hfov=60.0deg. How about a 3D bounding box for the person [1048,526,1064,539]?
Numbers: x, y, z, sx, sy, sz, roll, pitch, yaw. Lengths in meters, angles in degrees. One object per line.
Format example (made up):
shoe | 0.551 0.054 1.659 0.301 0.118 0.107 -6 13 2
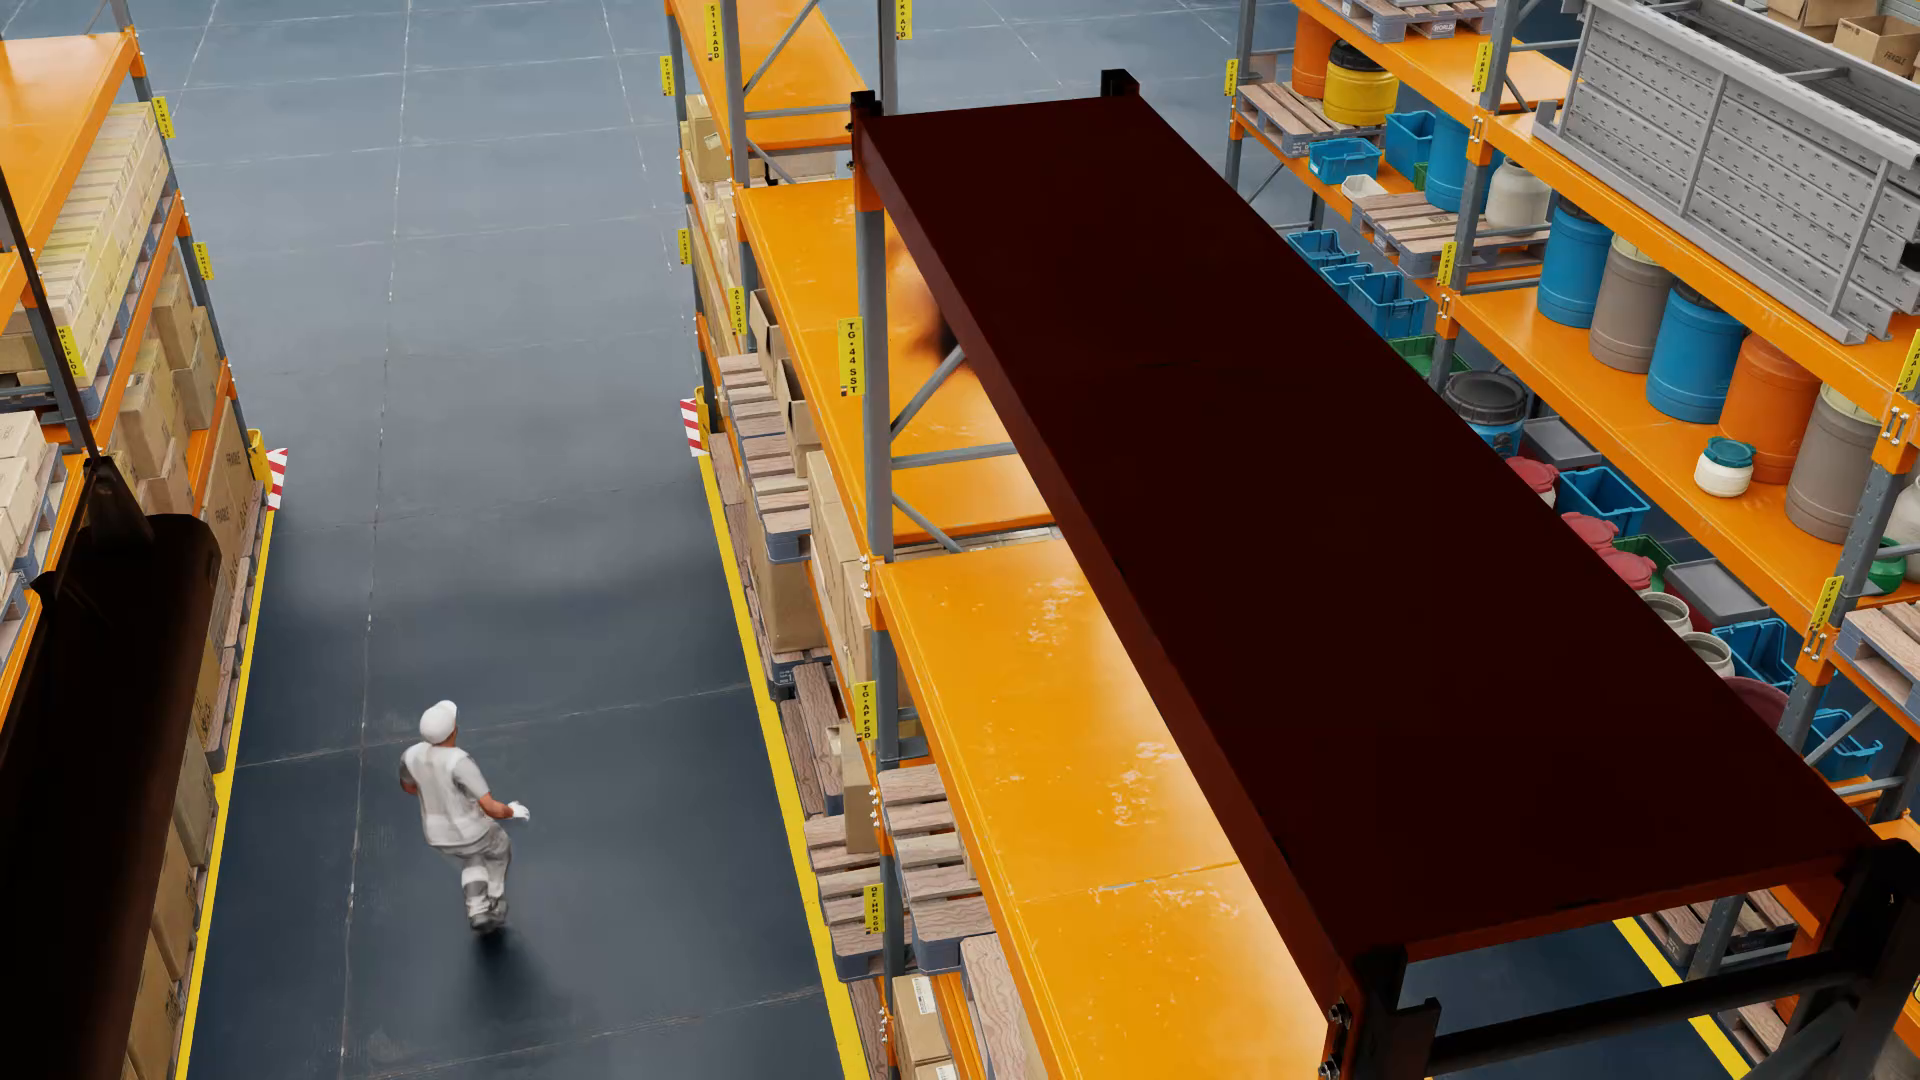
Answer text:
person | 0.757 -0.018 12.679 0.567 1.642 0.955 -19 39 -25

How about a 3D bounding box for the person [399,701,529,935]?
person | -3.010 1.749 10.086 0.774 1.695 0.582 3 35 5
